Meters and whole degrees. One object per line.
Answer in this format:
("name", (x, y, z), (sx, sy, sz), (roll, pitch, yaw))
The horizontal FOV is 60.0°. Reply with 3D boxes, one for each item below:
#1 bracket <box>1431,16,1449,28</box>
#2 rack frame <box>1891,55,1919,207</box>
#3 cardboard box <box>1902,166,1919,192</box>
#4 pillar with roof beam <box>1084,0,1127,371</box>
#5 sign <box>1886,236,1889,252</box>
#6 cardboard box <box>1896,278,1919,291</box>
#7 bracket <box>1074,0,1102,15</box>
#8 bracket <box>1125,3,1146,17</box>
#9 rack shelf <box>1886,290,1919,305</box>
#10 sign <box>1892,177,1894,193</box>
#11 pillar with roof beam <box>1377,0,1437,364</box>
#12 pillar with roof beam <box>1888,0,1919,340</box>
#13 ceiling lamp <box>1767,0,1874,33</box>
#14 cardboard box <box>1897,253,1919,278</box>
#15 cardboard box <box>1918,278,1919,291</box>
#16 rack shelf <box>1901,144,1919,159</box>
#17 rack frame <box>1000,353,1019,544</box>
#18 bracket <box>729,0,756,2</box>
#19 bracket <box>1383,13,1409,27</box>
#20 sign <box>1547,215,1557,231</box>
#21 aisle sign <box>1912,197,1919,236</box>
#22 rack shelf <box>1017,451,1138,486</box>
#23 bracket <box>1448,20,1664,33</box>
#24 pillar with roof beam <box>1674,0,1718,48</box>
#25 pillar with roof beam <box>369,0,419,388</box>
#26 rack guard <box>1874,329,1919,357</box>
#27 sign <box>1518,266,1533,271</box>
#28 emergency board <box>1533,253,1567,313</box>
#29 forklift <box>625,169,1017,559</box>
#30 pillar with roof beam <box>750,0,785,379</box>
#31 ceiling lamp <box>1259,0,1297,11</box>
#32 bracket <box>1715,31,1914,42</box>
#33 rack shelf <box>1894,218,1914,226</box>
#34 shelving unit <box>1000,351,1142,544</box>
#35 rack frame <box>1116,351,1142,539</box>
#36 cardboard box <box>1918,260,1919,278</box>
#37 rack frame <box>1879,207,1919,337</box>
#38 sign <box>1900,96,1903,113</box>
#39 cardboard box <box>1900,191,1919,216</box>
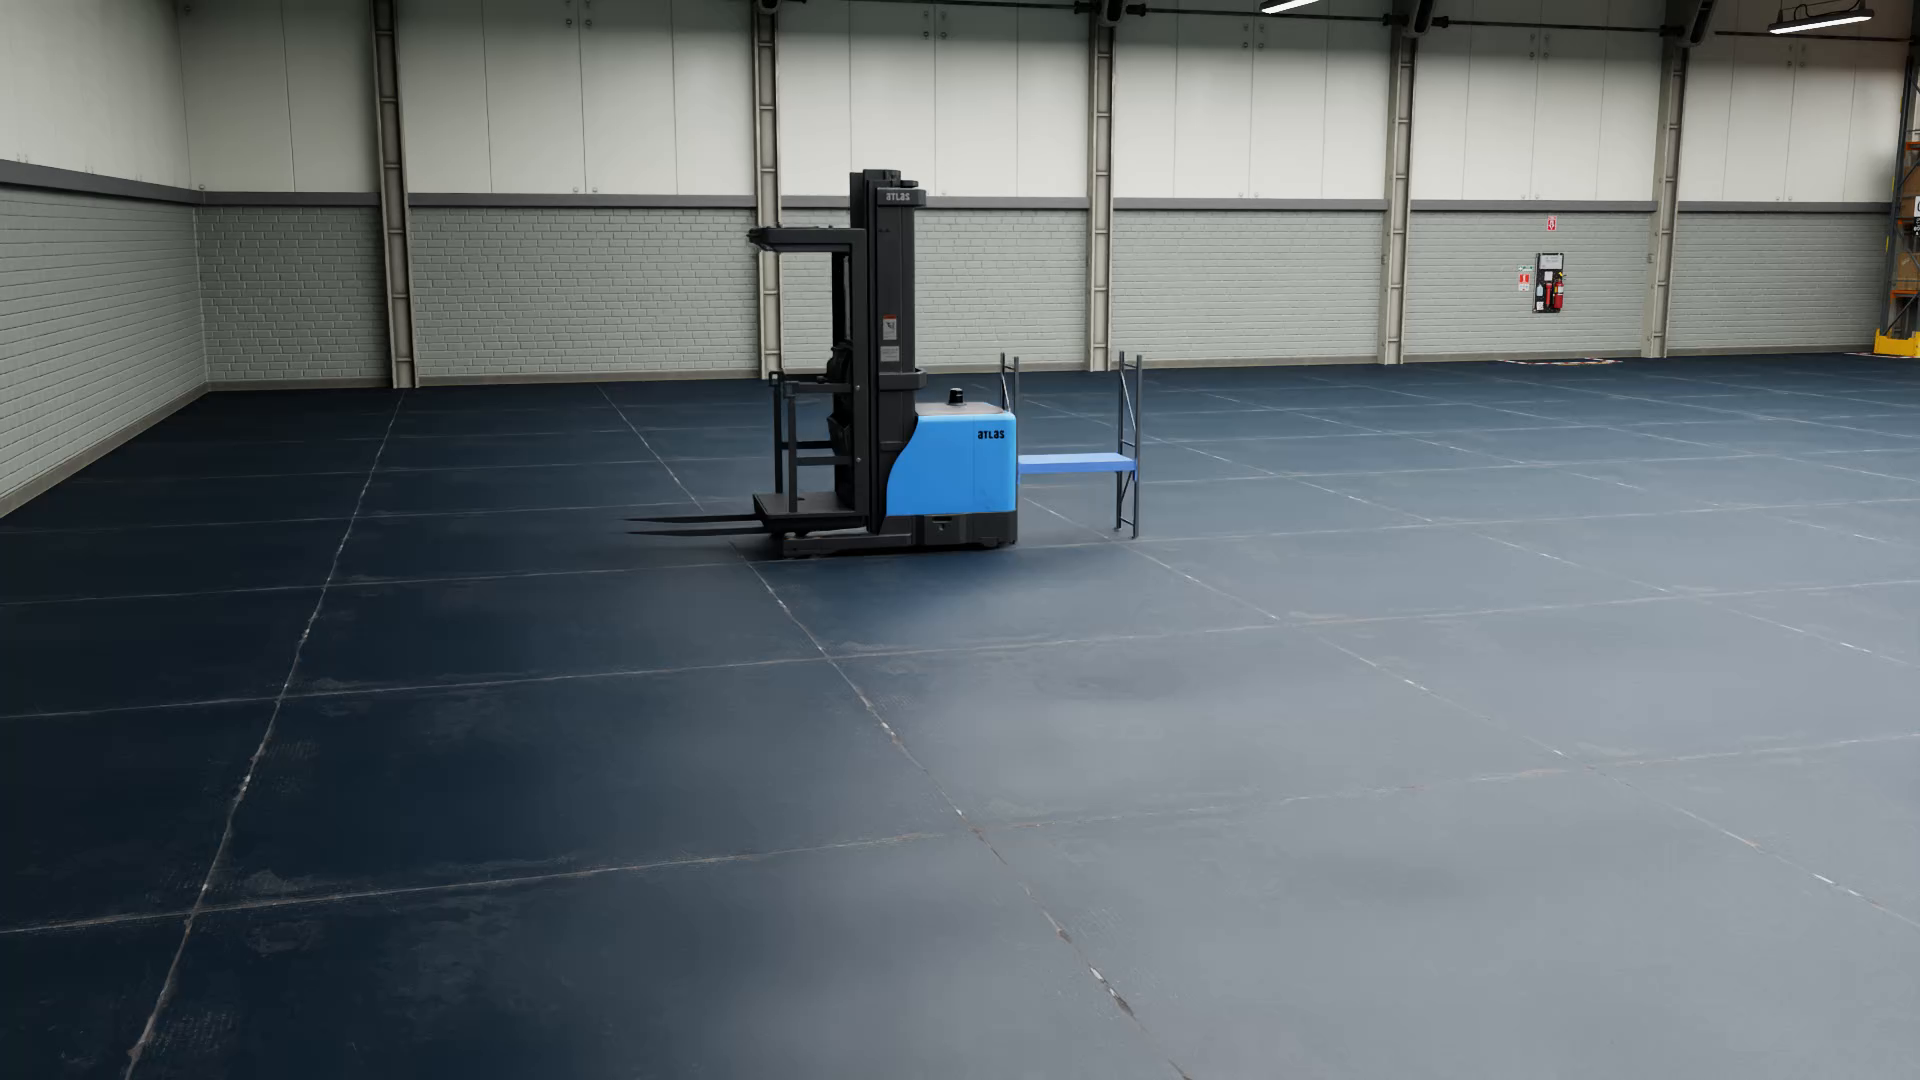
("bracket", (8.767, -9.554, 30.647), (0.430, 0.232, 0.235), (-3, 11, -16))
("rack frame", (19.361, -8.246, 33.483), (0.127, 3.000, 1.000), (-3, 11, -16))
("cardboard box", (19.702, -7.389, 34.019), (0.500, 0.500, 0.500), (-3, 11, -13))
("pillar with roof beam", (3.712, -6.772, 25.479), (0.548, 9.000, 9.100), (-3, 11, -16))
("sign", (19.225, -6.118, 34.422), (0.005, 0.325, 0.100), (-3, 11, -16))
("cardboard box", (19.756, -5.289, 34.350), (0.500, 0.250, 0.500), (-3, 11, -15))
("bracket", (2.209, -9.208, 28.769), (0.430, 0.232, 0.235), (-3, 11, -16))
("bracket", (3.006, -9.250, 28.997), (0.430, 0.232, 0.235), (-3, 11, -16))
("rack shelf", (21.281, -5.043, 34.641), (4.000, 0.370, 1.077), (-3, 11, -16))
("sign", (19.225, -7.304, 34.204), (0.005, 0.325, 0.100), (-3, 11, -16))
("pillar with roof beam", (9.473, -7.076, 27.129), (0.548, 9.000, 9.100), (-3, 11, -16))
("pillar with roof beam", (20.995, -7.683, 30.427), (0.548, 9.000, 9.100), (-3, 11, -16))
("ceiling lamp", (14.000, -10.062, 27.225), (0.800, 3.185, 2.000), (-3, 11, -16))
("cardboard box", (19.754, -5.661, 34.300), (0.500, 0.500, 0.500), (-3, 11, -17))
("cardboard box", (19.918, -5.201, 33.872), (0.500, 0.250, 0.500), (-3, 11, -18))
("rack shelf", (21.281, -7.992, 34.098), (4.000, 0.370, 1.077), (-3, 11, -16))
("rack frame", (0.396, -0.747, 13.462), (0.032, 1.500, 0.500), (-2, 11, -12))
("bracket", (-3.551, -8.905, 27.120), (0.430, 0.232, 0.235), (-3, 11, -16))
("bracket", (7.970, -9.512, 30.418), (0.430, 0.232, 0.235), (-3, 11, -16))
("sign", (11.611, -6.216, 32.625), (0.199, 0.298, 0.001), (-3, 11, -16))
("aisle sign", (19.376, -6.518, 33.488), (0.004, 0.787, 0.394), (-3, 11, -16))
("rack shelf", (0.892, -0.590, 13.603), (1.000, 0.185, 0.538), (-2, 11, -12))
("bracket", (11.241, -9.684, 31.355), (4.783, 0.066, 0.076), (-3, 11, -16))
("pillar with roof beam", (15.287, -10.303, 28.053), (0.548, 2.987, 8.718), (-3, 11, -16))
("pillar with roof beam", (-7.810, -6.165, 22.181), (0.548, 9.000, 9.100), (-3, 11, -16))
("rack guard", (19.434, -4.070, 34.273), (0.348, 0.500, 1.175), (-3, 11, -16))
("sign", (11.094, -5.326, 32.630), (0.331, 0.109, 0.001), (-3, 11, -16))
("emergency board", (11.647, -5.059, 32.743), (0.643, 1.169, 0.194), (-3, 11, -16))
("forklift", (-1.120, -1.397, 13.038), (3.031, 2.935, 1.130), (-2, 11, -12))
("pillar with roof beam", (-2.049, -6.469, 23.830), (0.548, 9.000, 9.100), (-3, 11, -16))
("ceiling lamp", (4.830, -9.599, 24.596), (0.800, 3.144, 2.000), (-3, 11, -16))
("bracket", (17.002, -9.988, 33.004), (4.783, 0.066, 0.076), (-3, 11, -16))
("rack shelf", (21.281, -6.518, 34.370), (4.000, 0.370, 1.077), (-3, 11, -16))
("shelving unit", (0.892, -0.767, 13.570), (1.048, 1.500, 0.538), (-2, 11, -12))
("rack frame", (1.389, -0.787, 13.678), (0.032, 1.500, 0.500), (-2, 11, -12))
("cardboard box", (19.903, -5.572, 33.818), (0.500, 0.500, 0.500), (-3, 11, -16))
("rack frame", (19.361, -5.295, 34.026), (0.127, 3.000, 1.000), (-3, 11, -16))
("sign", (19.225, -8.881, 33.914), (0.005, 0.325, 0.100), (-3, 11, -16))
("cardboard box", (19.691, -6.895, 34.098), (0.500, 0.500, 0.500), (-2, 11, -12))
